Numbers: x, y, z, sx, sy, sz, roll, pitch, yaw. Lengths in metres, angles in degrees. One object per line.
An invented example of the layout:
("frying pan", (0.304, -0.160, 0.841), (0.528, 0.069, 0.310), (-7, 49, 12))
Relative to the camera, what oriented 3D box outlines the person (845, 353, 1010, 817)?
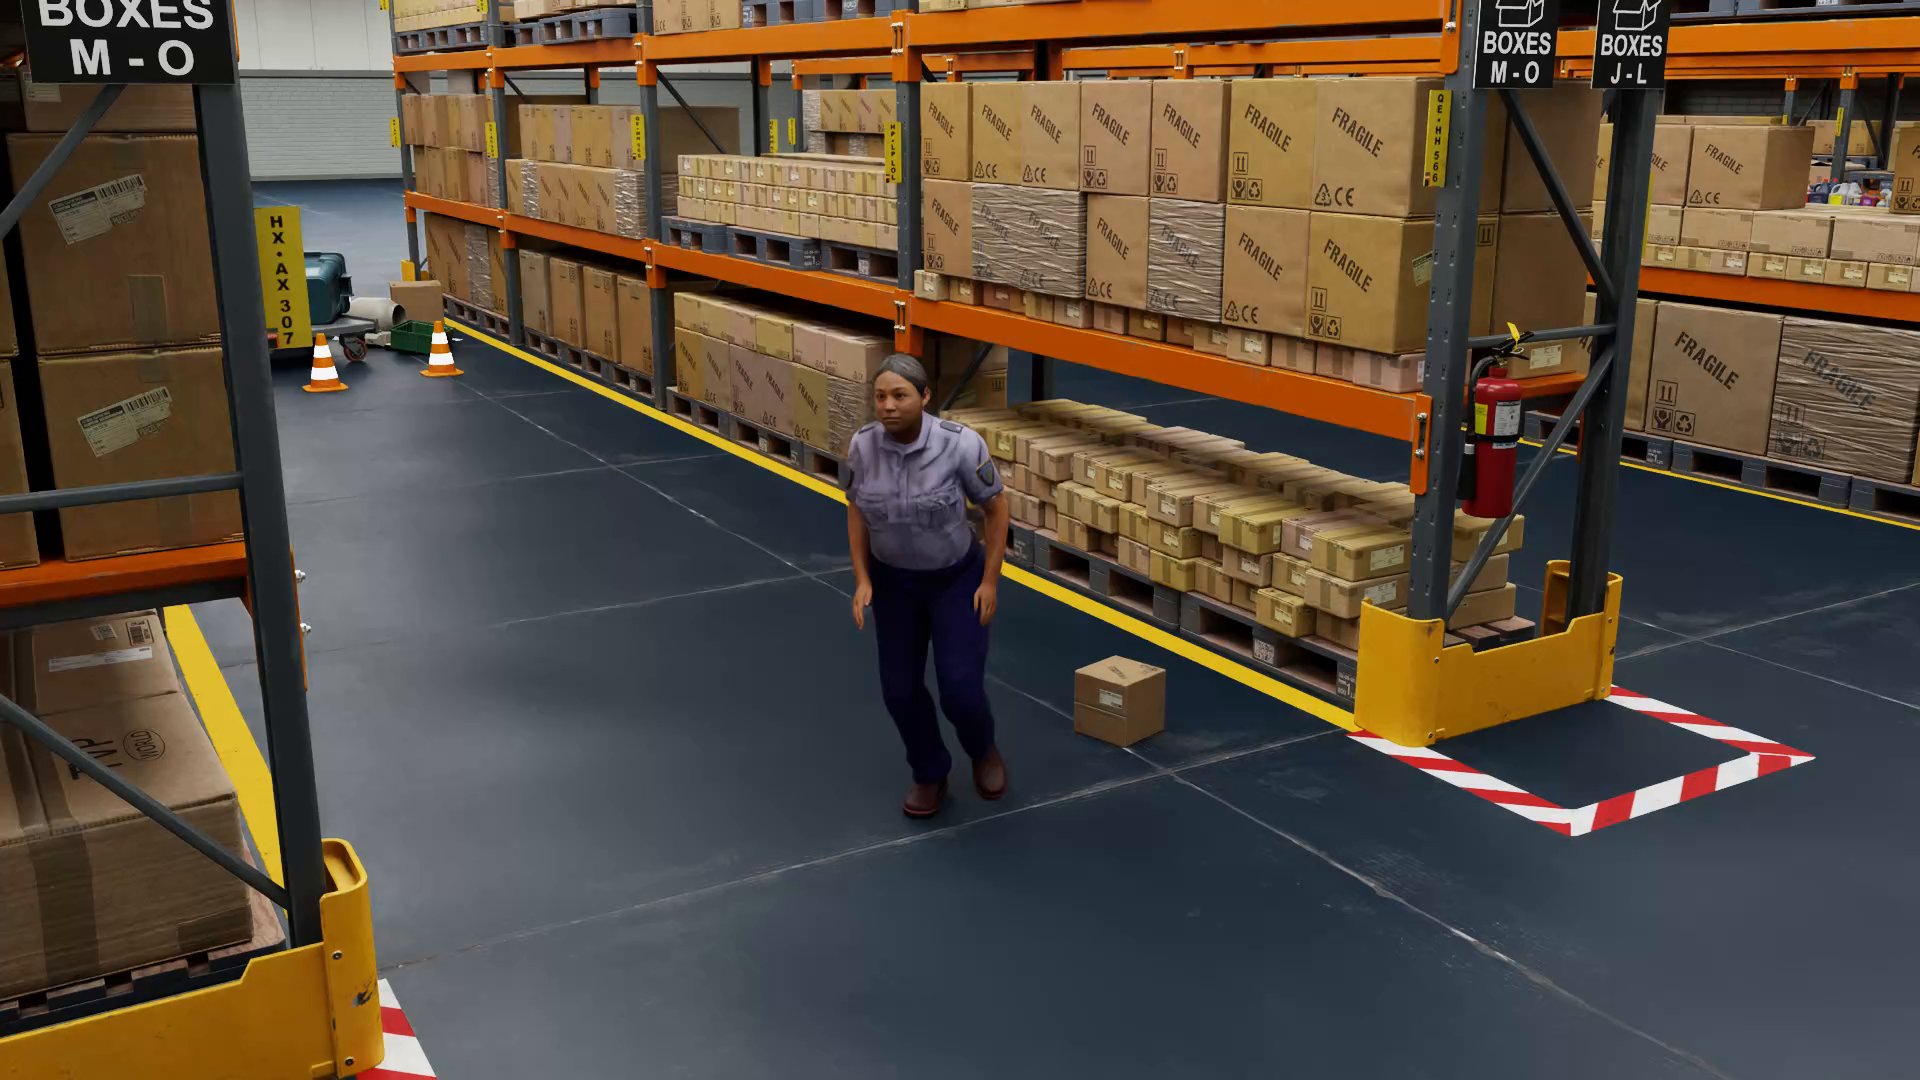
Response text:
("person", (-0.097, 0.155, 5.529), (0.542, 1.599, 0.585), (5, 16, 18))
